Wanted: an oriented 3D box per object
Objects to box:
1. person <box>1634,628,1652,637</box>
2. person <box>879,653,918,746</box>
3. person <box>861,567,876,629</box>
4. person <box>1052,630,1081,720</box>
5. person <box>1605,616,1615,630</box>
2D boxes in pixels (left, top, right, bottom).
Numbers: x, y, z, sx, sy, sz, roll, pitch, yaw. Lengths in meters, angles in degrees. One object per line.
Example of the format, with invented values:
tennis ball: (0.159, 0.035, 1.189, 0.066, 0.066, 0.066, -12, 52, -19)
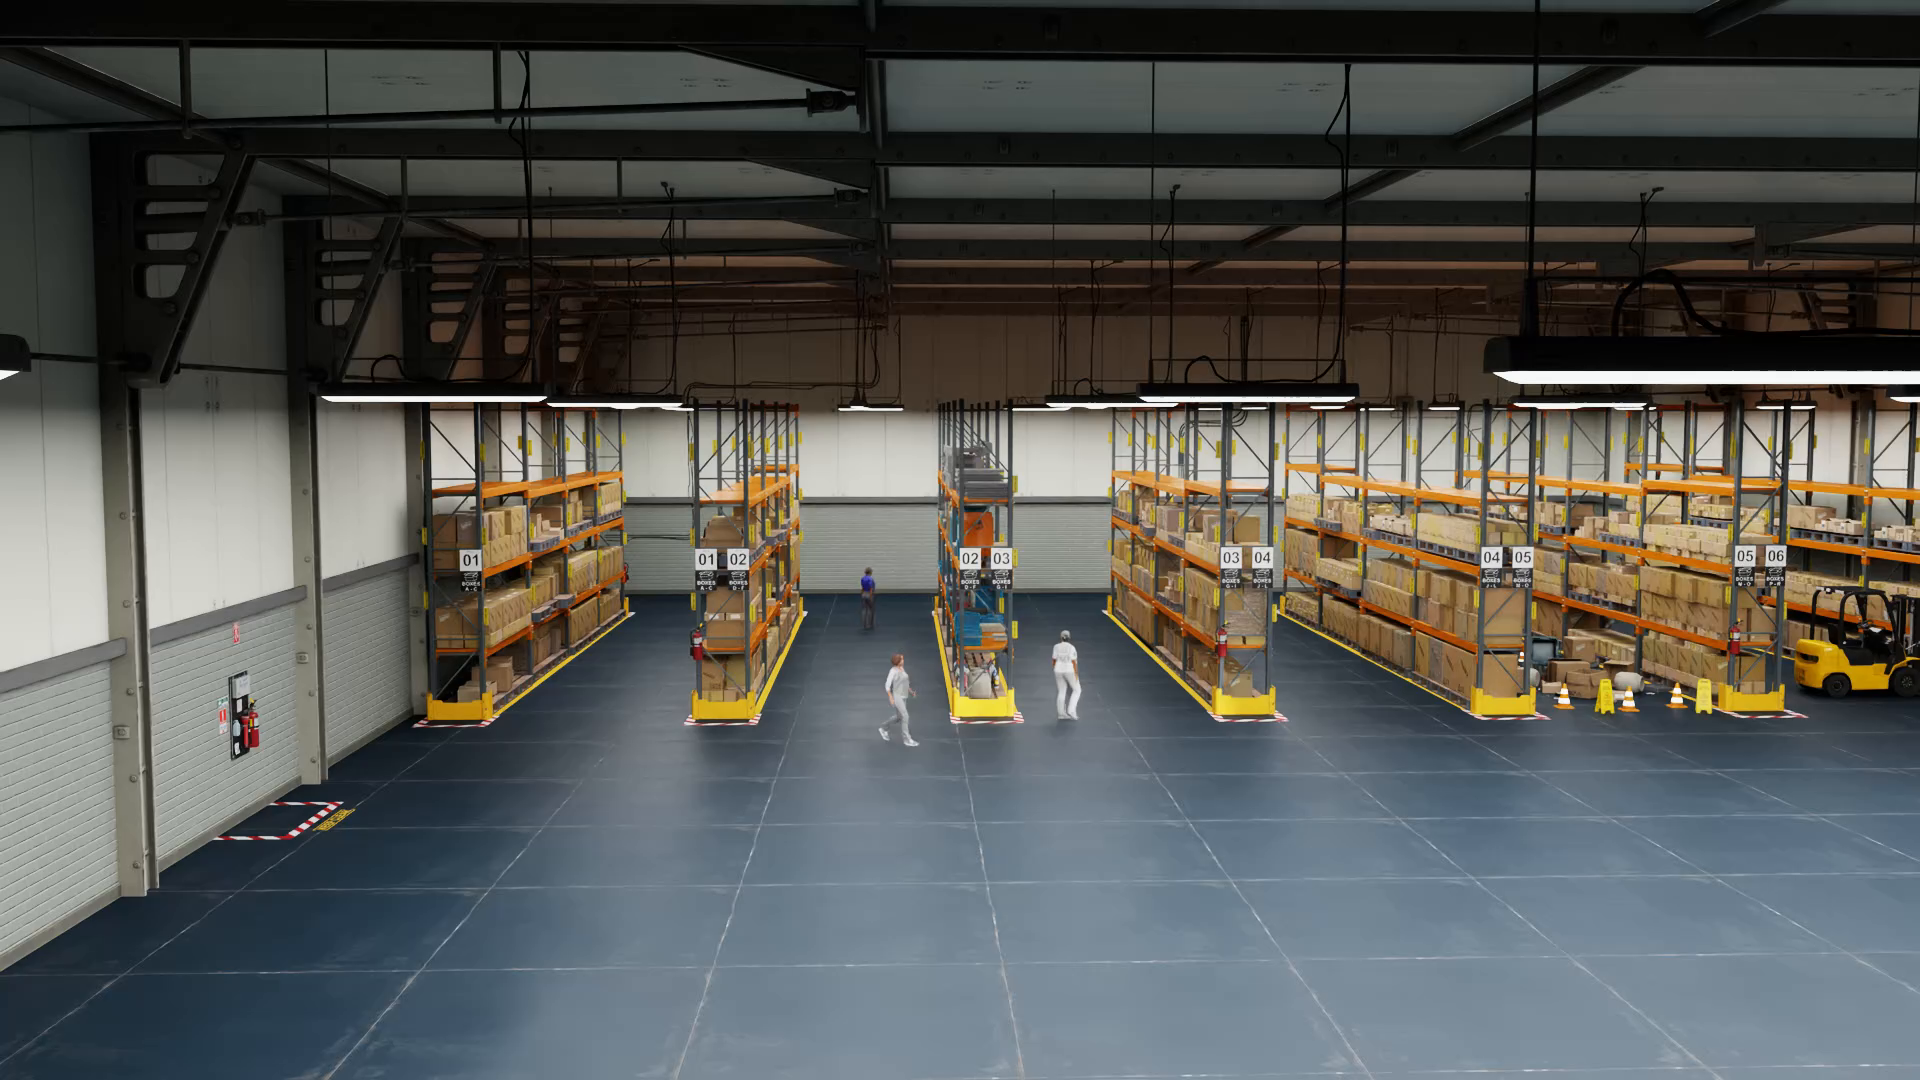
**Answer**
person: (16.652, 1.787, 40.354, 0.584, 1.764, 0.873, -2, 5, -24)
person: (-1.053, 2.746, 28.812, 0.806, 1.581, 0.491, 2, 5, 20)
person: (-2.448, 1.576, 44.251, 0.468, 1.727, 0.565, 3, 5, 33)
person: (1.994, 2.536, 31.201, 0.579, 1.697, 0.403, 3, 5, 33)
person: (17.021, 1.509, 43.694, 0.605, 1.780, 0.568, -3, 5, -30)
